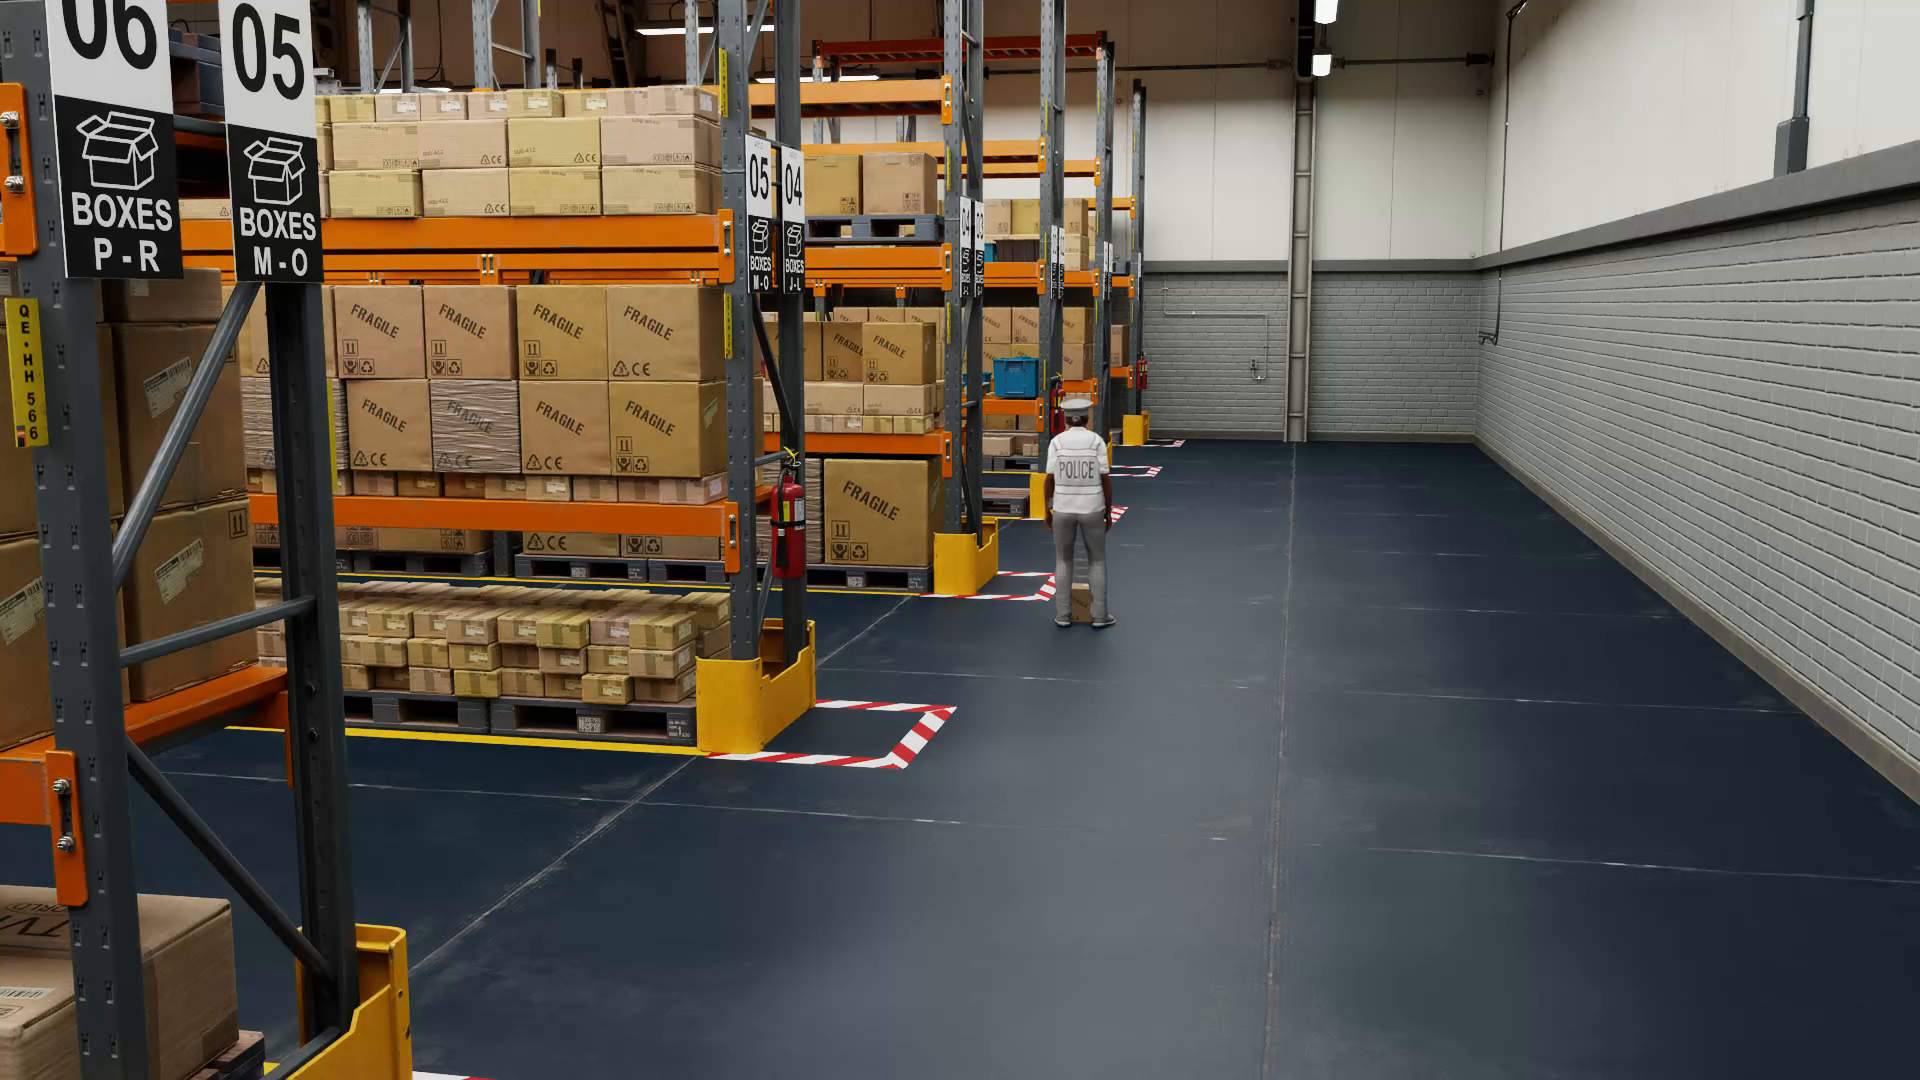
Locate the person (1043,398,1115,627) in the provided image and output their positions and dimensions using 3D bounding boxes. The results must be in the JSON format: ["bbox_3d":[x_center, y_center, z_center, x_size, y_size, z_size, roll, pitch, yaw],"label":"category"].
[{"bbox_3d":[0.878,-0.195,12.184,0.532,1.663,0.393,1,8,8],"label":"person"}]
